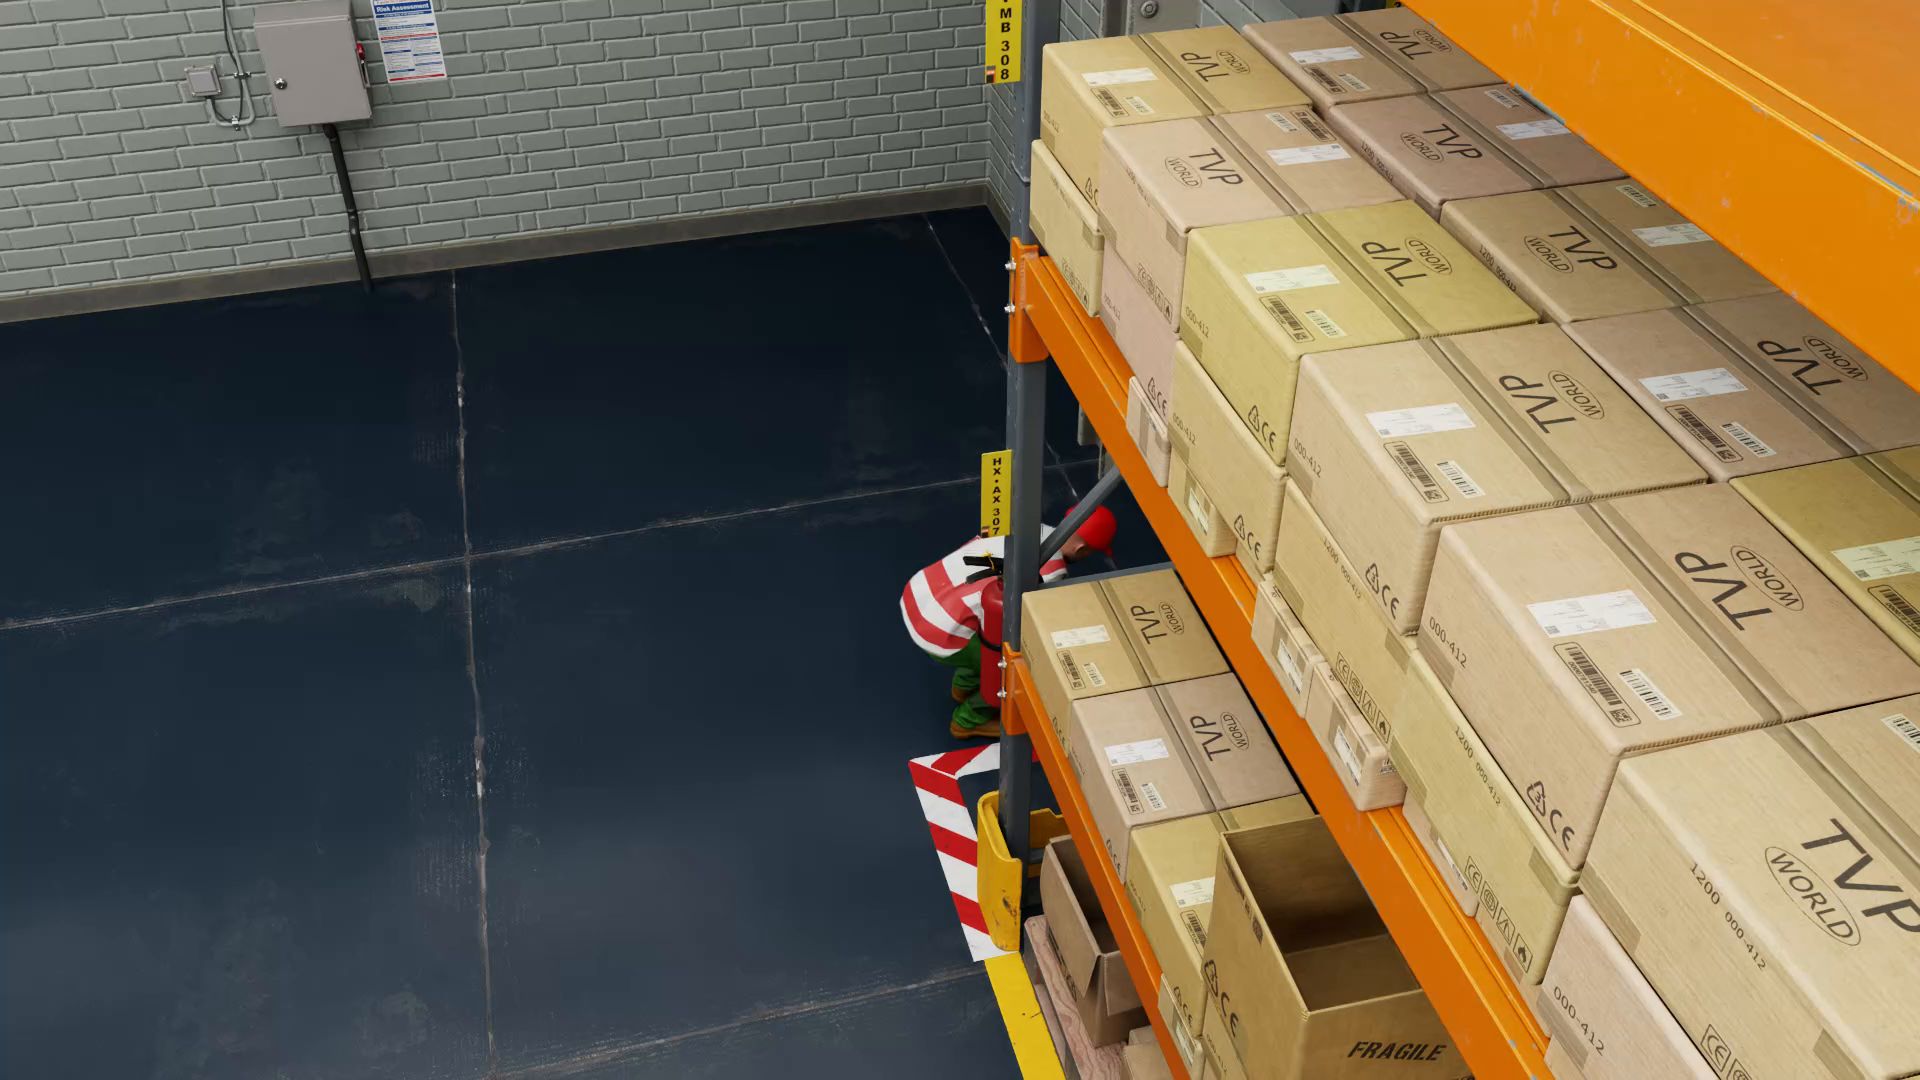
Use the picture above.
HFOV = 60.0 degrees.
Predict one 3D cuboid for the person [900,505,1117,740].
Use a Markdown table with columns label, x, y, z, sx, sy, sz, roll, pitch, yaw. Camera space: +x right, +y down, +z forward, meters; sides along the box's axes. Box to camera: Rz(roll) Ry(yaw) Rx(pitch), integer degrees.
| label | x | y | z | sx | sy | sz | roll | pitch | yaw |
| --- | --- | --- | --- | --- | --- | --- | --- | --- | --- |
| person | 0.209 | 0.322 | 6.937 | 0.909 | 0.989 | 0.535 | -9 | 39 | -11 |
